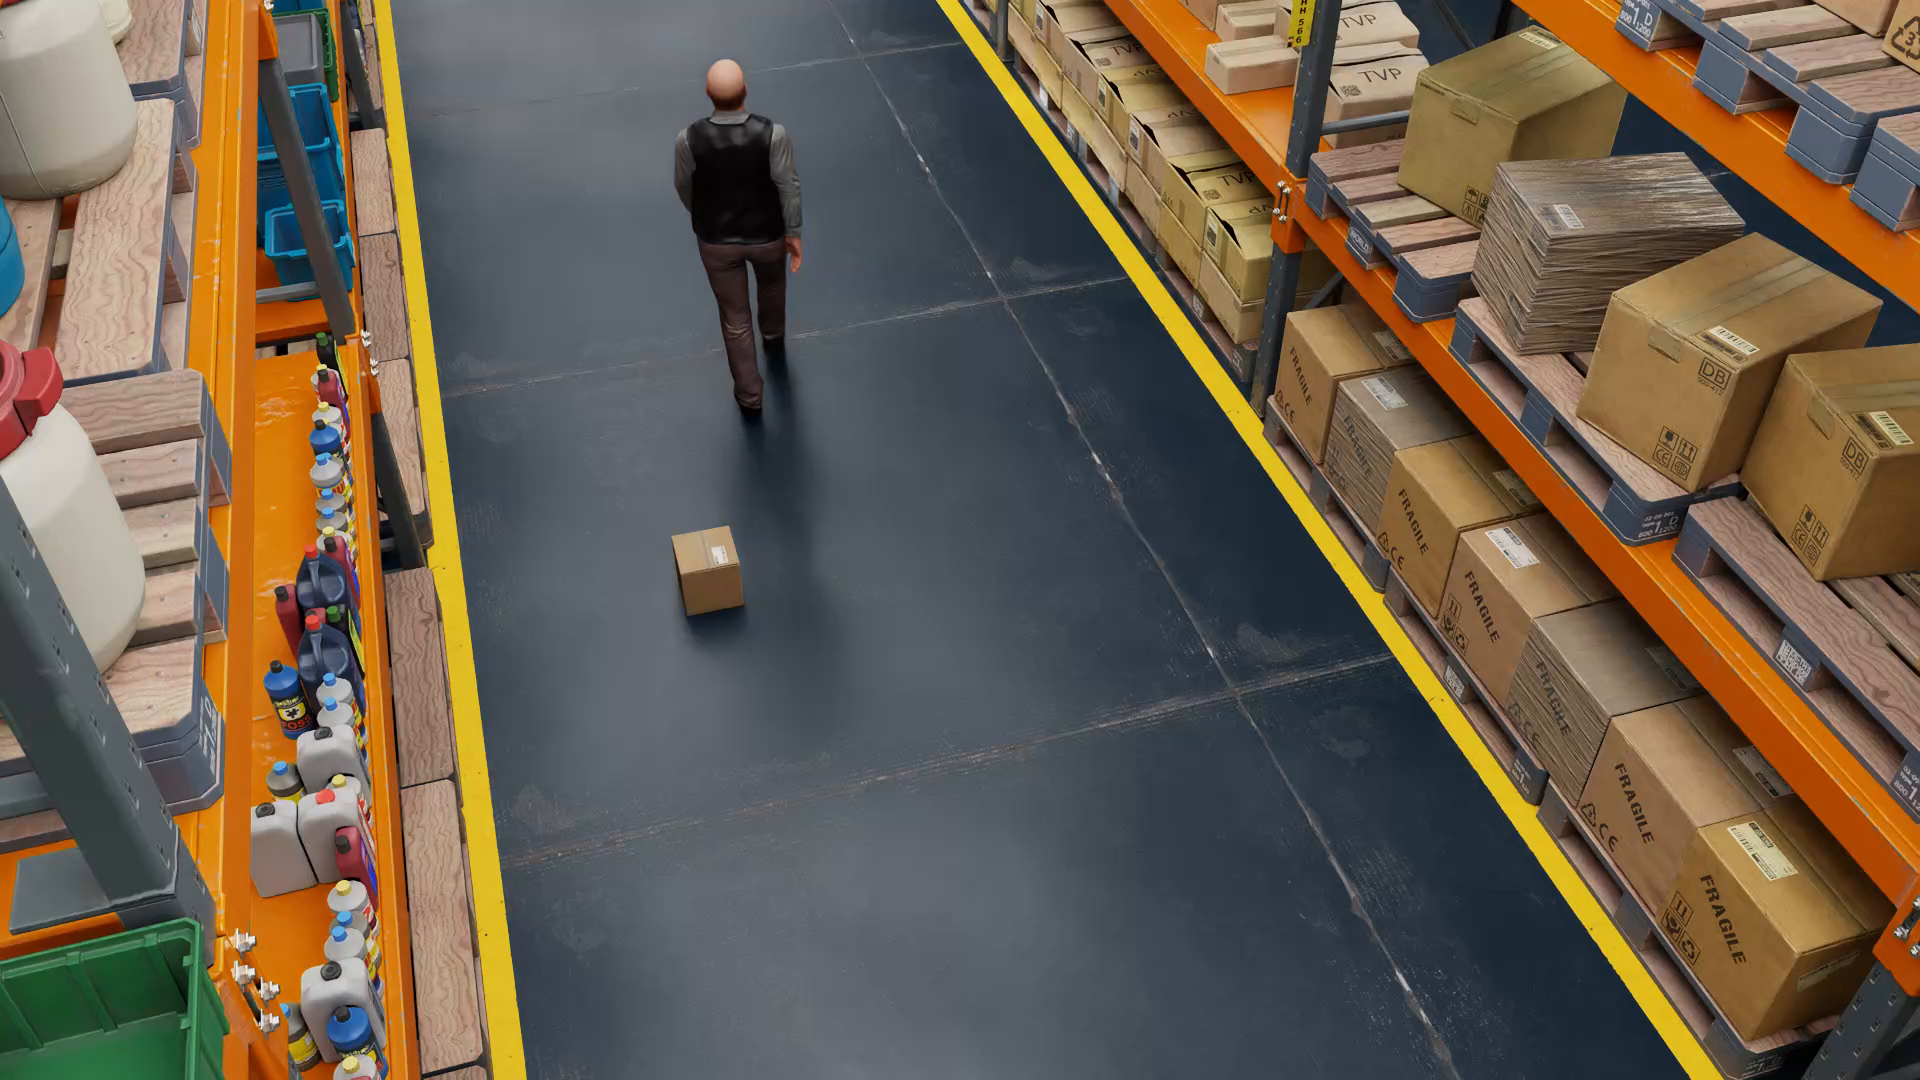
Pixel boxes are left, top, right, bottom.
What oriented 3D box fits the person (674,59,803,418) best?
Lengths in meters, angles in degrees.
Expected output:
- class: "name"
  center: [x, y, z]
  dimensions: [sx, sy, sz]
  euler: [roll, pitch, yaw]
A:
- class: "person"
  center: [-1.029, -1.468, 7.816]
  dimensions: [0.566, 1.730, 0.863]
  euler: [-7, 42, -7]
